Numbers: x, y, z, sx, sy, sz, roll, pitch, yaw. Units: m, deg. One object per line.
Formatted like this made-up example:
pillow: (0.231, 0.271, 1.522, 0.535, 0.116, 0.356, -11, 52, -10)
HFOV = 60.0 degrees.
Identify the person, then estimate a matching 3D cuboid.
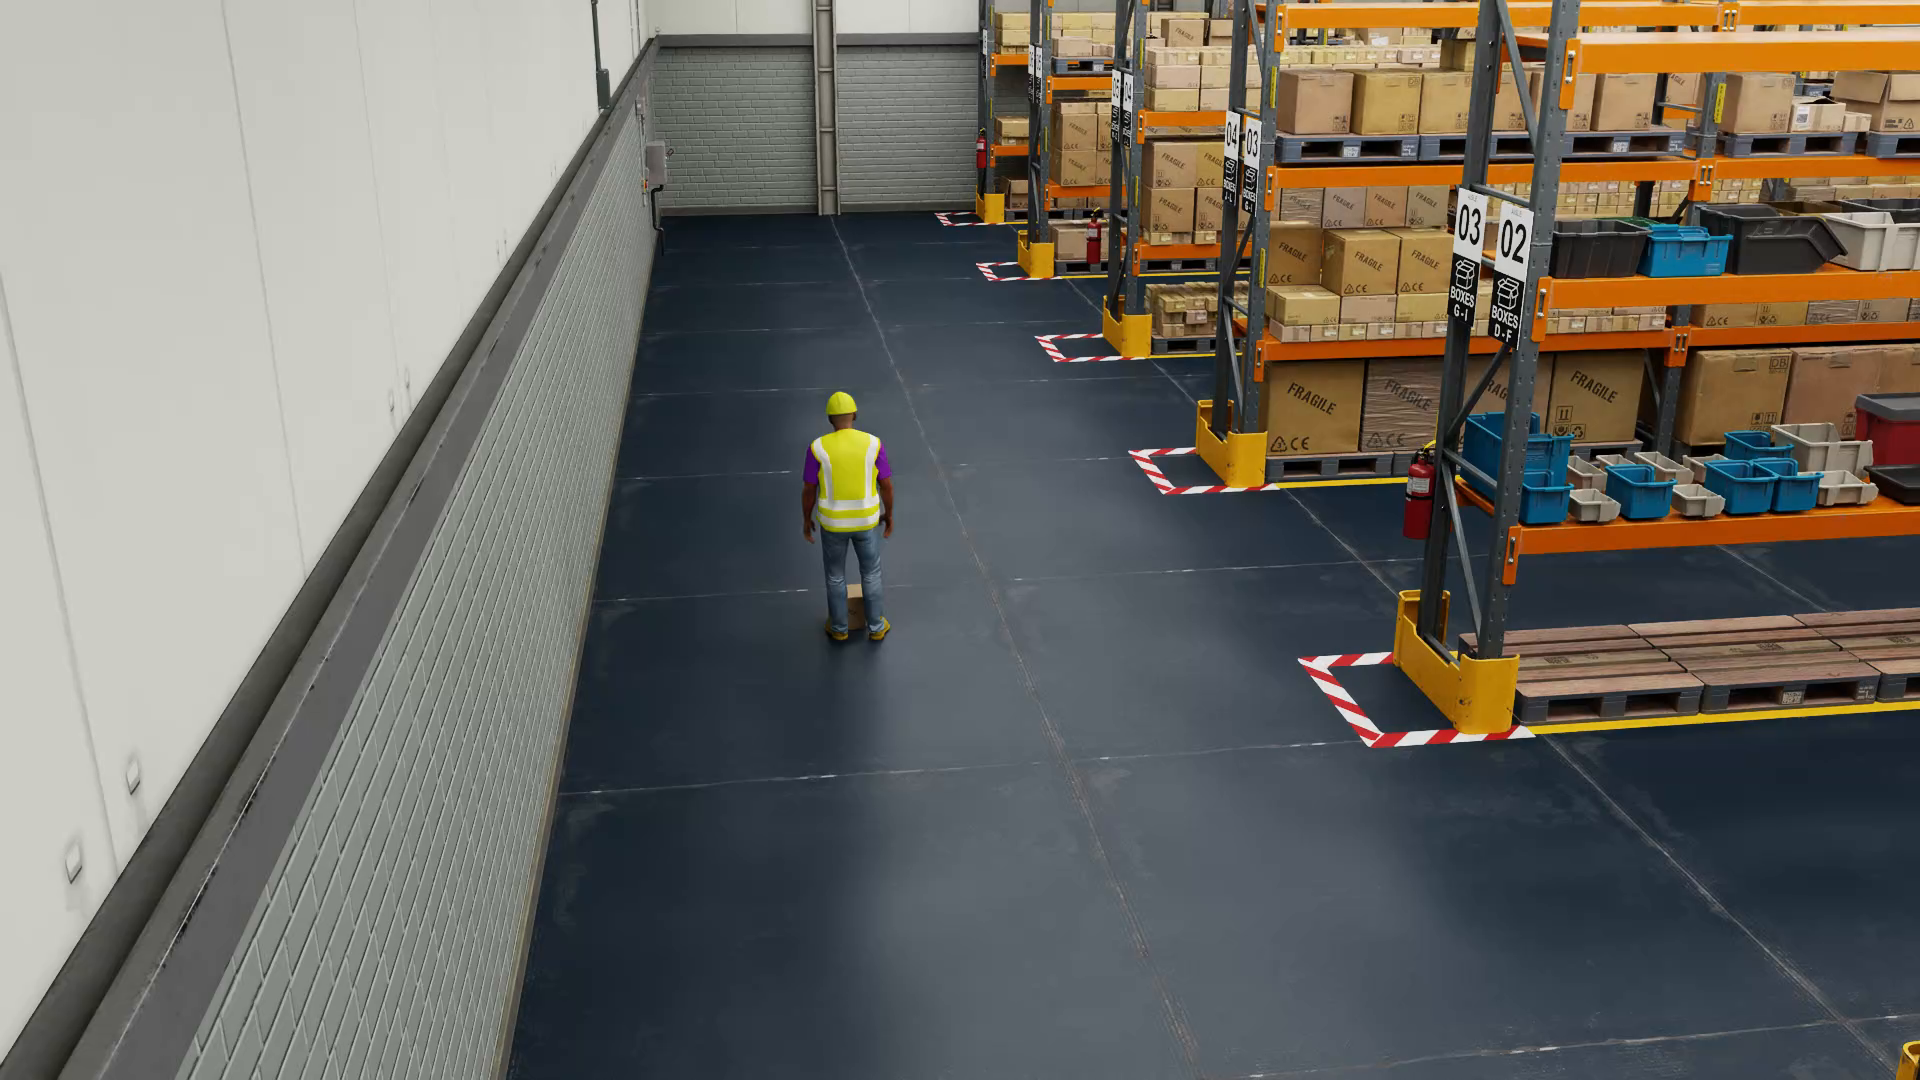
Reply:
person: (-0.769, -0.151, 11.464, 0.633, 1.760, 0.463, -3, 20, -9)
